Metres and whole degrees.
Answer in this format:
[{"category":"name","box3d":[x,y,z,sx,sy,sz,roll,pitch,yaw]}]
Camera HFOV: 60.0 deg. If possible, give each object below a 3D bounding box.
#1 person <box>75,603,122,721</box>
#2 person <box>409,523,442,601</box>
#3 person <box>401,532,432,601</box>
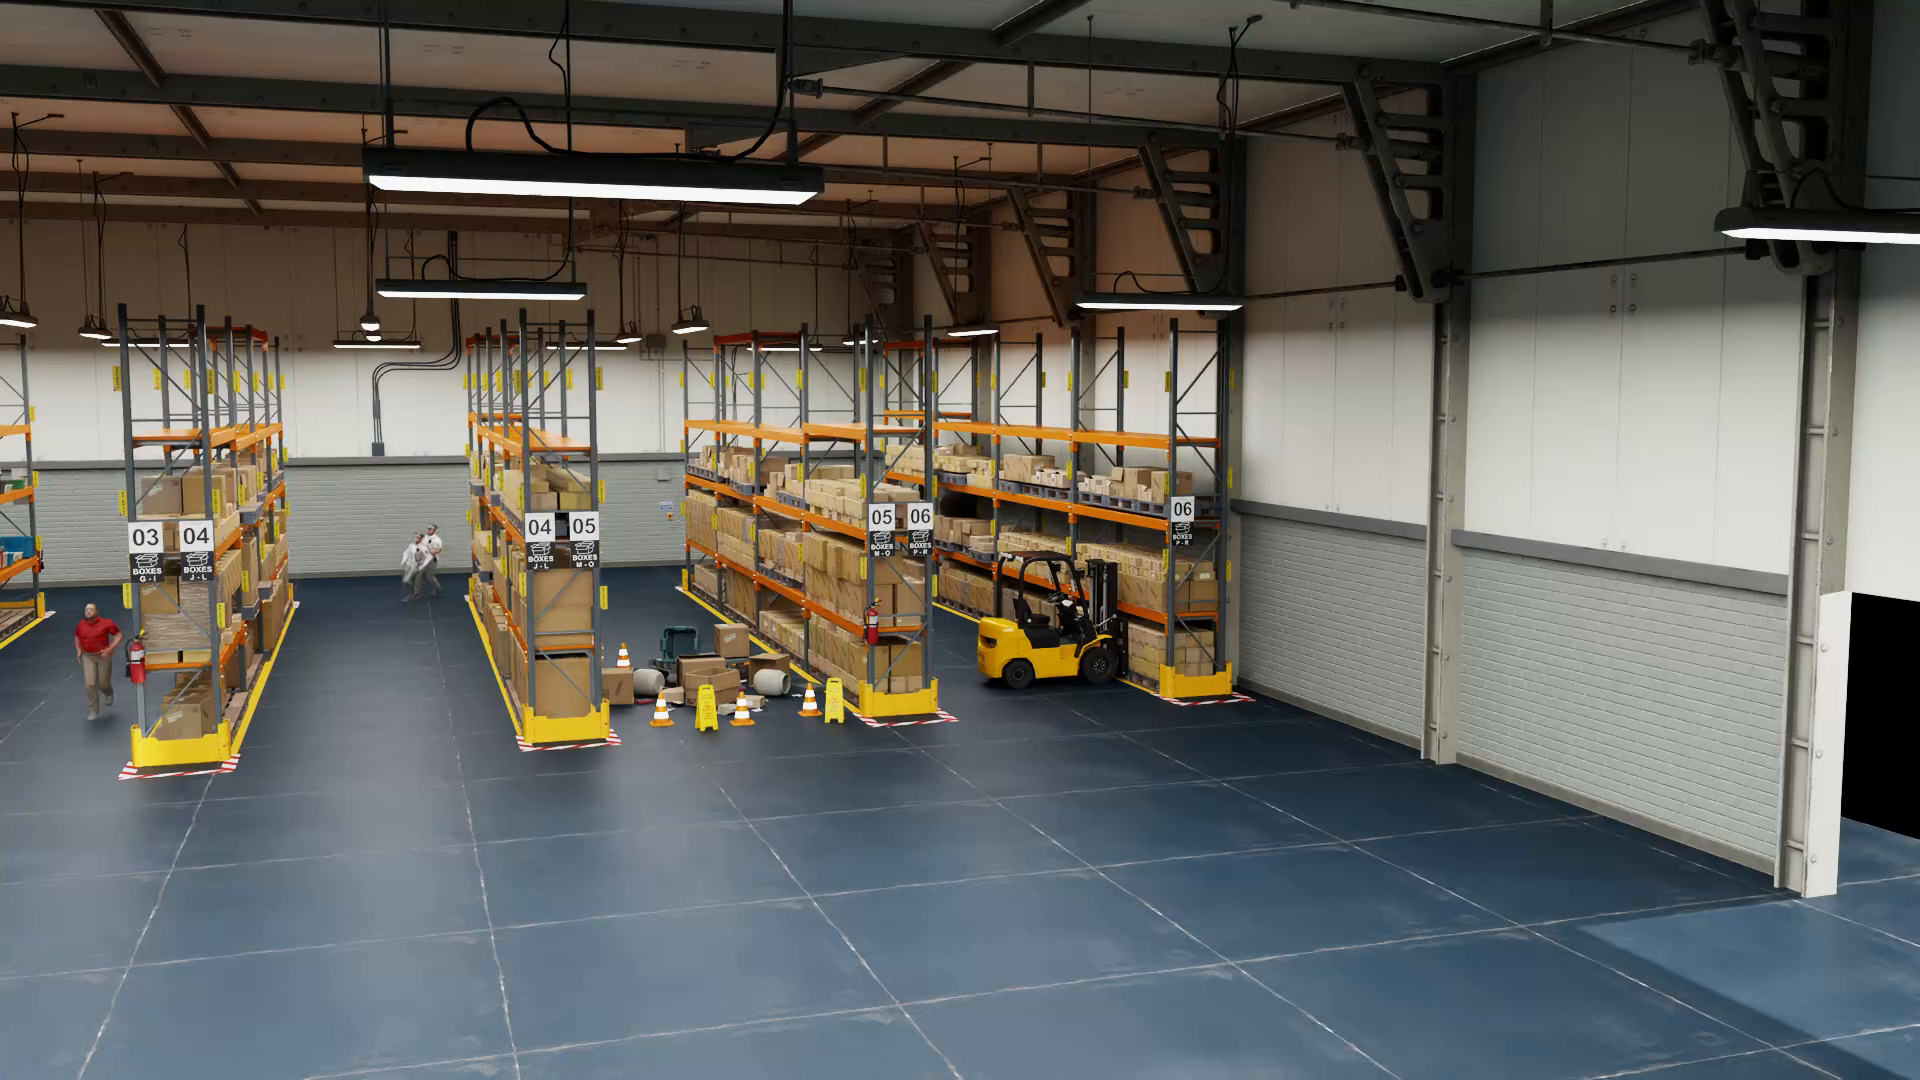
[{"category":"person","box3d":[-12.919,1.803,24.963,0.671,1.757,0.735,-1,6,-10]},{"category":"person","box3d":[-12.247,0.488,38.325,0.689,1.773,0.910,3,6,28]},{"category":"person","box3d":[-12.453,0.618,37.826,0.740,1.615,0.531,3,6,27]}]
